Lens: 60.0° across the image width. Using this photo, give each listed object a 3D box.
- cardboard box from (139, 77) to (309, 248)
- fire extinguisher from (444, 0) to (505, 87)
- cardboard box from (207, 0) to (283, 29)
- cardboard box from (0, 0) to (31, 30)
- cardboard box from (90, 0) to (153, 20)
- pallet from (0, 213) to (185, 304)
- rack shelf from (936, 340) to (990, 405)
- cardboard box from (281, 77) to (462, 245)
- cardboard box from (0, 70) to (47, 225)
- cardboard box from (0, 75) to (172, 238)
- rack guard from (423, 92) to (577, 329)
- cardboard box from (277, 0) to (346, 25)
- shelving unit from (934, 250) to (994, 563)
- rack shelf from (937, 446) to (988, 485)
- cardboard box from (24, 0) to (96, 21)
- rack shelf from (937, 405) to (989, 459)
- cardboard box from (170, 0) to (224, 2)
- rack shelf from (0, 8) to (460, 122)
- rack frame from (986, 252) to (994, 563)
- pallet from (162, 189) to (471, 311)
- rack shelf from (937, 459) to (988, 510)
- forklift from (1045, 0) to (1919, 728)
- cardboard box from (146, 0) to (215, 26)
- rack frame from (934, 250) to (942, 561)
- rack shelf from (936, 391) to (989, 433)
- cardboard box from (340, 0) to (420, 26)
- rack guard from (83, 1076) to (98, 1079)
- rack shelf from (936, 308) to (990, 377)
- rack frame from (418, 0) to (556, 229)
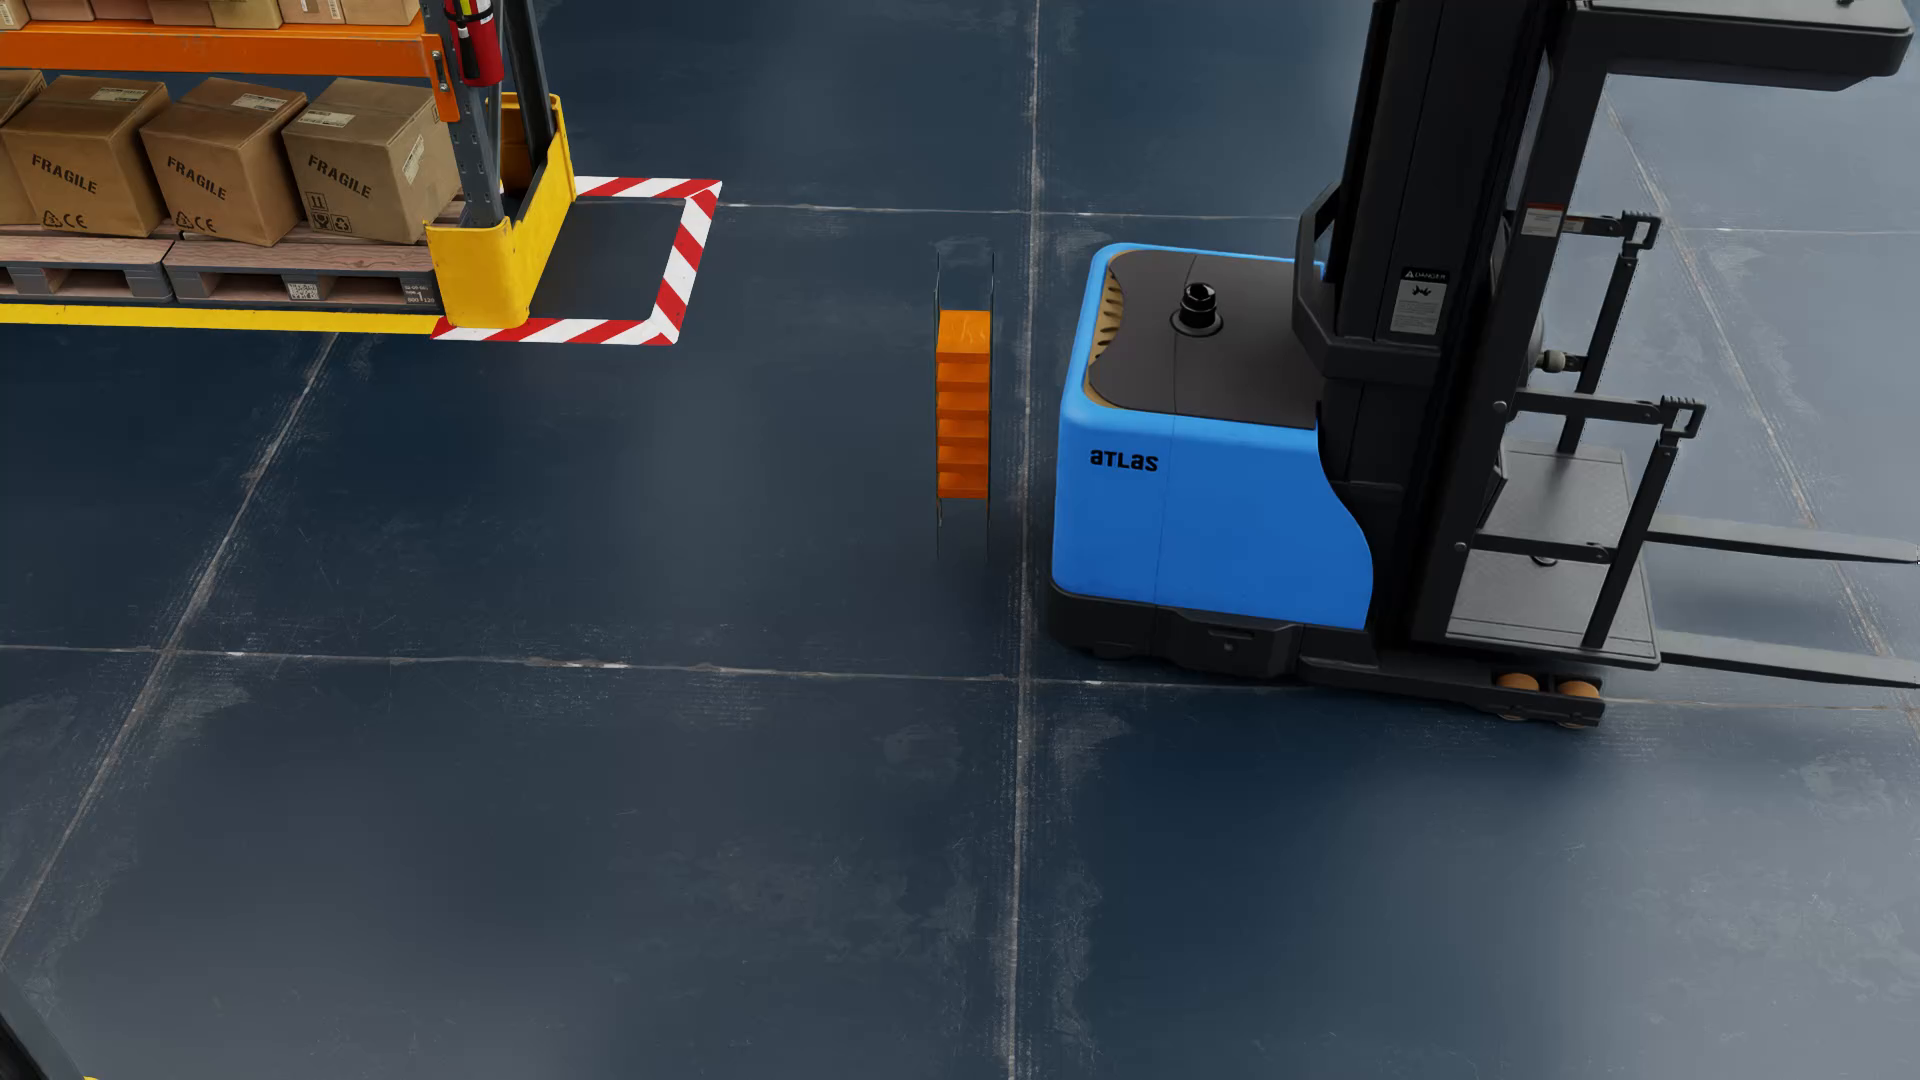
[{"bbox_3d":[-3.195,-1.680,7.378,0.500,0.500,0.500,12,44,13],"label":"cardboard box"},{"bbox_3d":[-1.879,-2.069,6.327,0.183,0.674,0.296,2,43,2],"label":"fire extinguisher"},{"bbox_3d":[-2.769,-2.172,6.565,0.250,0.149,0.380,2,43,2],"label":"cardboard box"},{"bbox_3d":[-3.770,-2.166,6.558,0.250,0.149,0.380,2,43,2],"label":"cardboard box"},{"bbox_3d":[-3.266,-2.226,6.623,0.250,0.149,0.380,2,43,2],"label":"cardboard box"},{"bbox_3d":[-4.074,-1.485,7.689,1.213,0.211,1.003,2,43,2],"label":"pallet"},{"bbox_3d":[0.014,-0.582,5.707,0.180,0.103,0.258,2,43,2],"label":"rack shelf"},{"bbox_3d":[-2.596,-1.684,7.383,0.500,0.500,0.500,9,44,10],"label":"cardboard box"},{"bbox_3d":[-4.375,-1.759,7.464,0.500,0.500,0.500,-2,43,-2],"label":"cardboard box"},{"bbox_3d":[-3.819,-1.712,7.412,0.500,0.500,0.500,5,43,6],"label":"cardboard box"},{"bbox_3d":[-2.049,-1.503,7.496,0.348,0.500,1.175,2,43,2],"label":"rack guard"},{"bbox_3d":[-2.517,-2.199,6.594,0.250,0.149,0.380,2,43,2],"label":"cardboard box"},{"bbox_3d":[0.014,-0.439,5.841,0.189,1.200,0.258,2,43,2],"label":"shelving unit"},{"bbox_3d":[0.014,-0.318,5.953,0.180,0.103,0.258,2,43,2],"label":"rack shelf"},{"bbox_3d":[-3.516,-2.218,6.615,0.250,0.149,0.380,2,43,2],"label":"cardboard box"},{"bbox_3d":[0.014,-0.406,5.871,0.180,0.103,0.258,2,43,2],"label":"rack shelf"},{"bbox_3d":[-3.026,-2.530,6.473,0.500,0.500,0.875,2,43,2],"label":"cardboard box"},{"bbox_3d":[-3.971,-2.213,6.953,4.000,0.370,1.077,2,43,2],"label":"rack shelf"},{"bbox_3d":[0.106,-0.436,5.838,0.006,1.200,0.240,2,43,2],"label":"rack frame"},{"bbox_3d":[-2.859,-1.446,7.647,1.213,0.211,1.003,2,43,2],"label":"pallet"},{"bbox_3d":[0.014,-0.230,6.034,0.180,0.103,0.258,2,43,2],"label":"rack shelf"},{"bbox_3d":[1.865,-0.836,4.997,3.031,2.935,1.130,7,43,7],"label":"forklift"},{"bbox_3d":[-3.018,-2.190,6.585,0.250,0.149,0.380,2,43,2],"label":"cardboard box"},{"bbox_3d":[-0.077,-0.441,5.844,0.006,1.200,0.240,2,43,2],"label":"rack frame"},{"bbox_3d":[0.014,-0.494,5.789,0.180,0.103,0.258,2,43,2],"label":"rack shelf"},{"bbox_3d":[-2.267,-2.191,6.586,0.250,0.149,0.380,2,43,2],"label":"cardboard box"},{"bbox_3d":[-2.274,1.902,3.841,0.348,0.500,1.175,2,43,2],"label":"rack guard"},{"bbox_3d":[0.014,-0.669,5.625,0.180,0.103,0.258,2,43,2],"label":"rack shelf"},{"bbox_3d":[-1.973,-2.415,6.642,0.127,3.000,1.000,2,43,2],"label":"rack frame"}]
